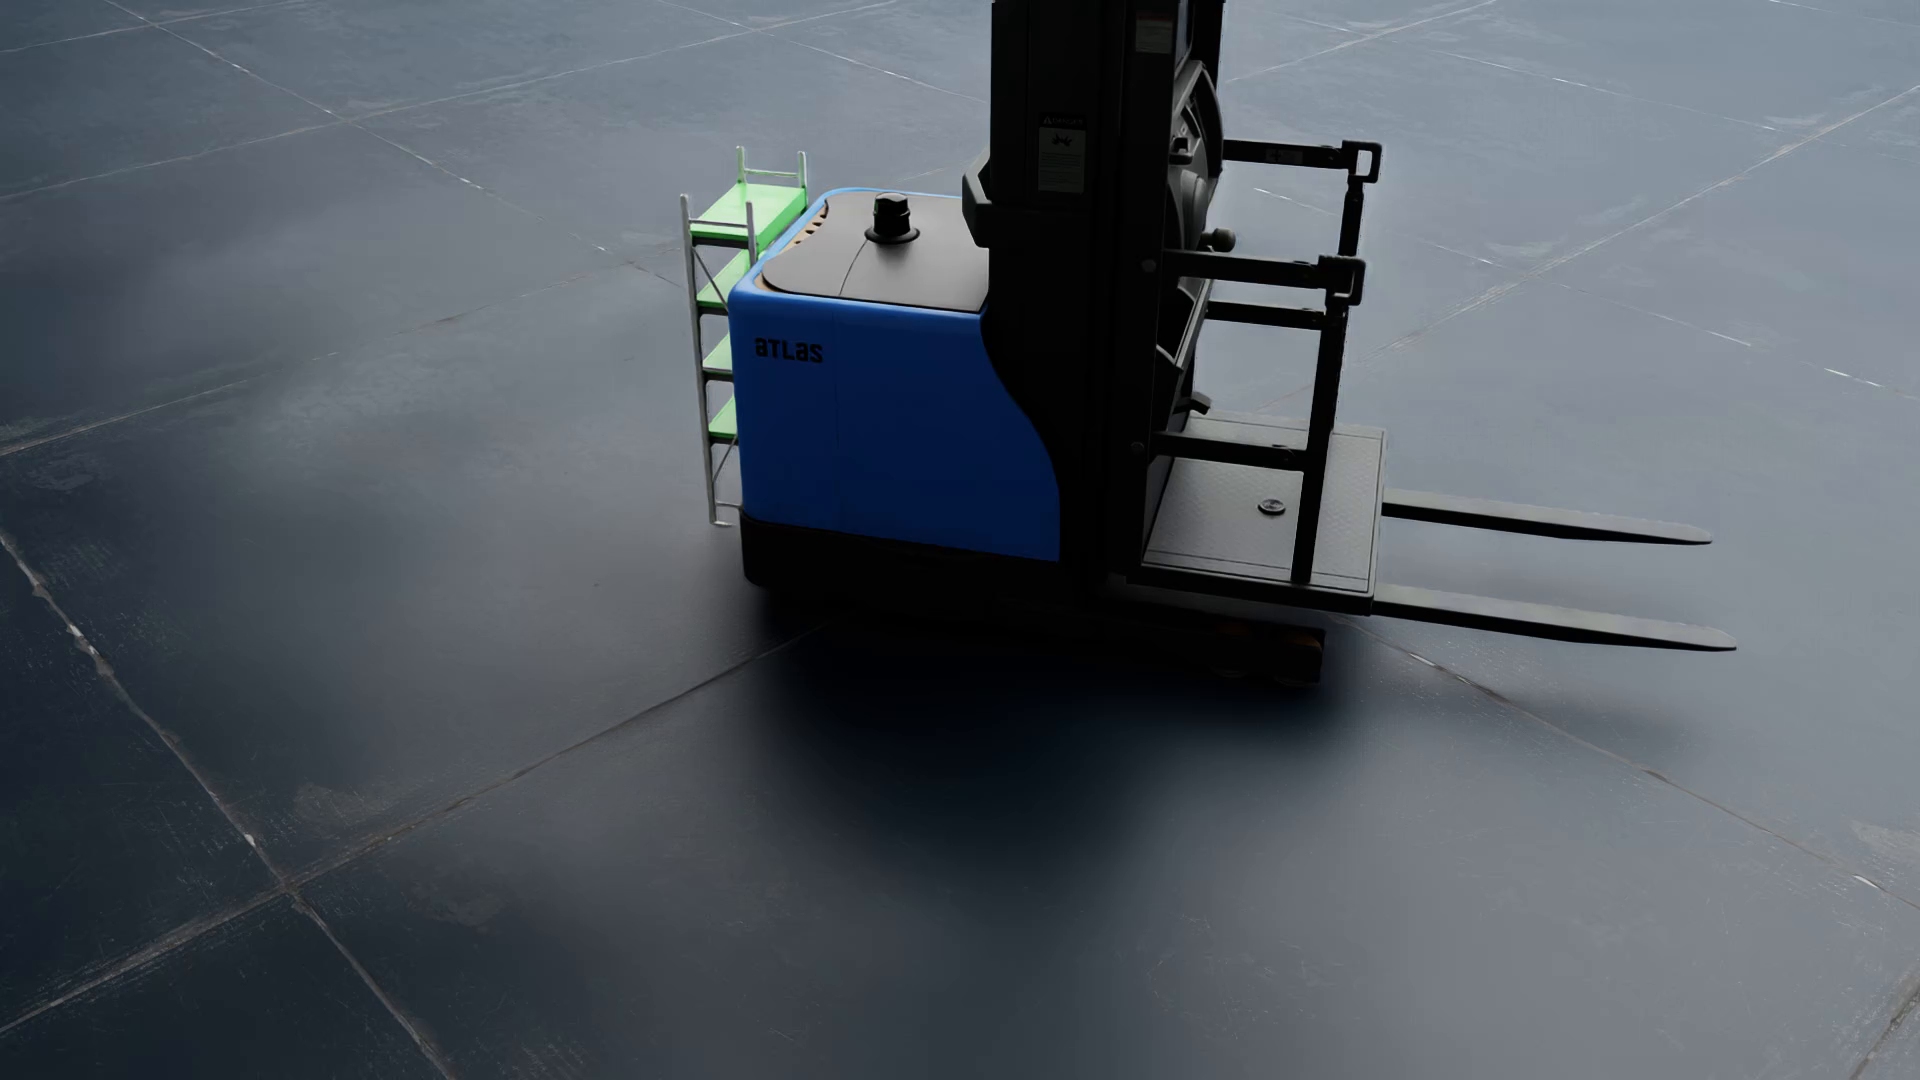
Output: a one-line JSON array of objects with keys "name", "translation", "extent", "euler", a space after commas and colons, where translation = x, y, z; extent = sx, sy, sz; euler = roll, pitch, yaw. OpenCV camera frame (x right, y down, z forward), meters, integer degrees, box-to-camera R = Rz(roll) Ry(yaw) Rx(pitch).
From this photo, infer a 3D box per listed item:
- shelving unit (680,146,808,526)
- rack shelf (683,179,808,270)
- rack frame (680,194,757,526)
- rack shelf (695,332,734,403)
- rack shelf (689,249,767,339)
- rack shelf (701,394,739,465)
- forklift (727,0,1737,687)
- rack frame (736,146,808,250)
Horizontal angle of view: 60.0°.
[{"name": "shelving unit", "translation": [-0.699, -0.679, 5.711], "extent": [0.258, 1.200, 0.503], "euler": [8, 32, 12]}, {"name": "rack shelf", "translation": [-0.699, -1.034, 5.494], "extent": [0.258, 0.148, 0.480], "euler": [8, 32, 12]}, {"name": "rack frame", "translation": [-0.761, -0.556, 5.509], "extent": [0.240, 1.200, 0.015], "euler": [8, 32, 12]}, {"name": "rack shelf", "translation": [-0.699, -0.625, 5.744], "extent": [0.258, 0.148, 0.480], "euler": [8, 32, 12]}, {"name": "rack shelf", "translation": [-0.699, -0.830, 5.619], "extent": [0.258, 0.148, 0.480], "euler": [8, 32, 12]}, {"name": "rack shelf", "translation": [-0.699, -0.420, 5.869], "extent": [0.258, 0.148, 0.480], "euler": [8, 32, 12]}, {"name": "forklift", "translation": [0.868, -1.114, 4.763], "extent": [3.031, 2.935, 1.130], "euler": [8, 32, 12]}, {"name": "rack frame", "translation": [-0.638, -0.802, 5.912], "extent": [0.240, 1.200, 0.015], "euler": [8, 32, 12]}]
